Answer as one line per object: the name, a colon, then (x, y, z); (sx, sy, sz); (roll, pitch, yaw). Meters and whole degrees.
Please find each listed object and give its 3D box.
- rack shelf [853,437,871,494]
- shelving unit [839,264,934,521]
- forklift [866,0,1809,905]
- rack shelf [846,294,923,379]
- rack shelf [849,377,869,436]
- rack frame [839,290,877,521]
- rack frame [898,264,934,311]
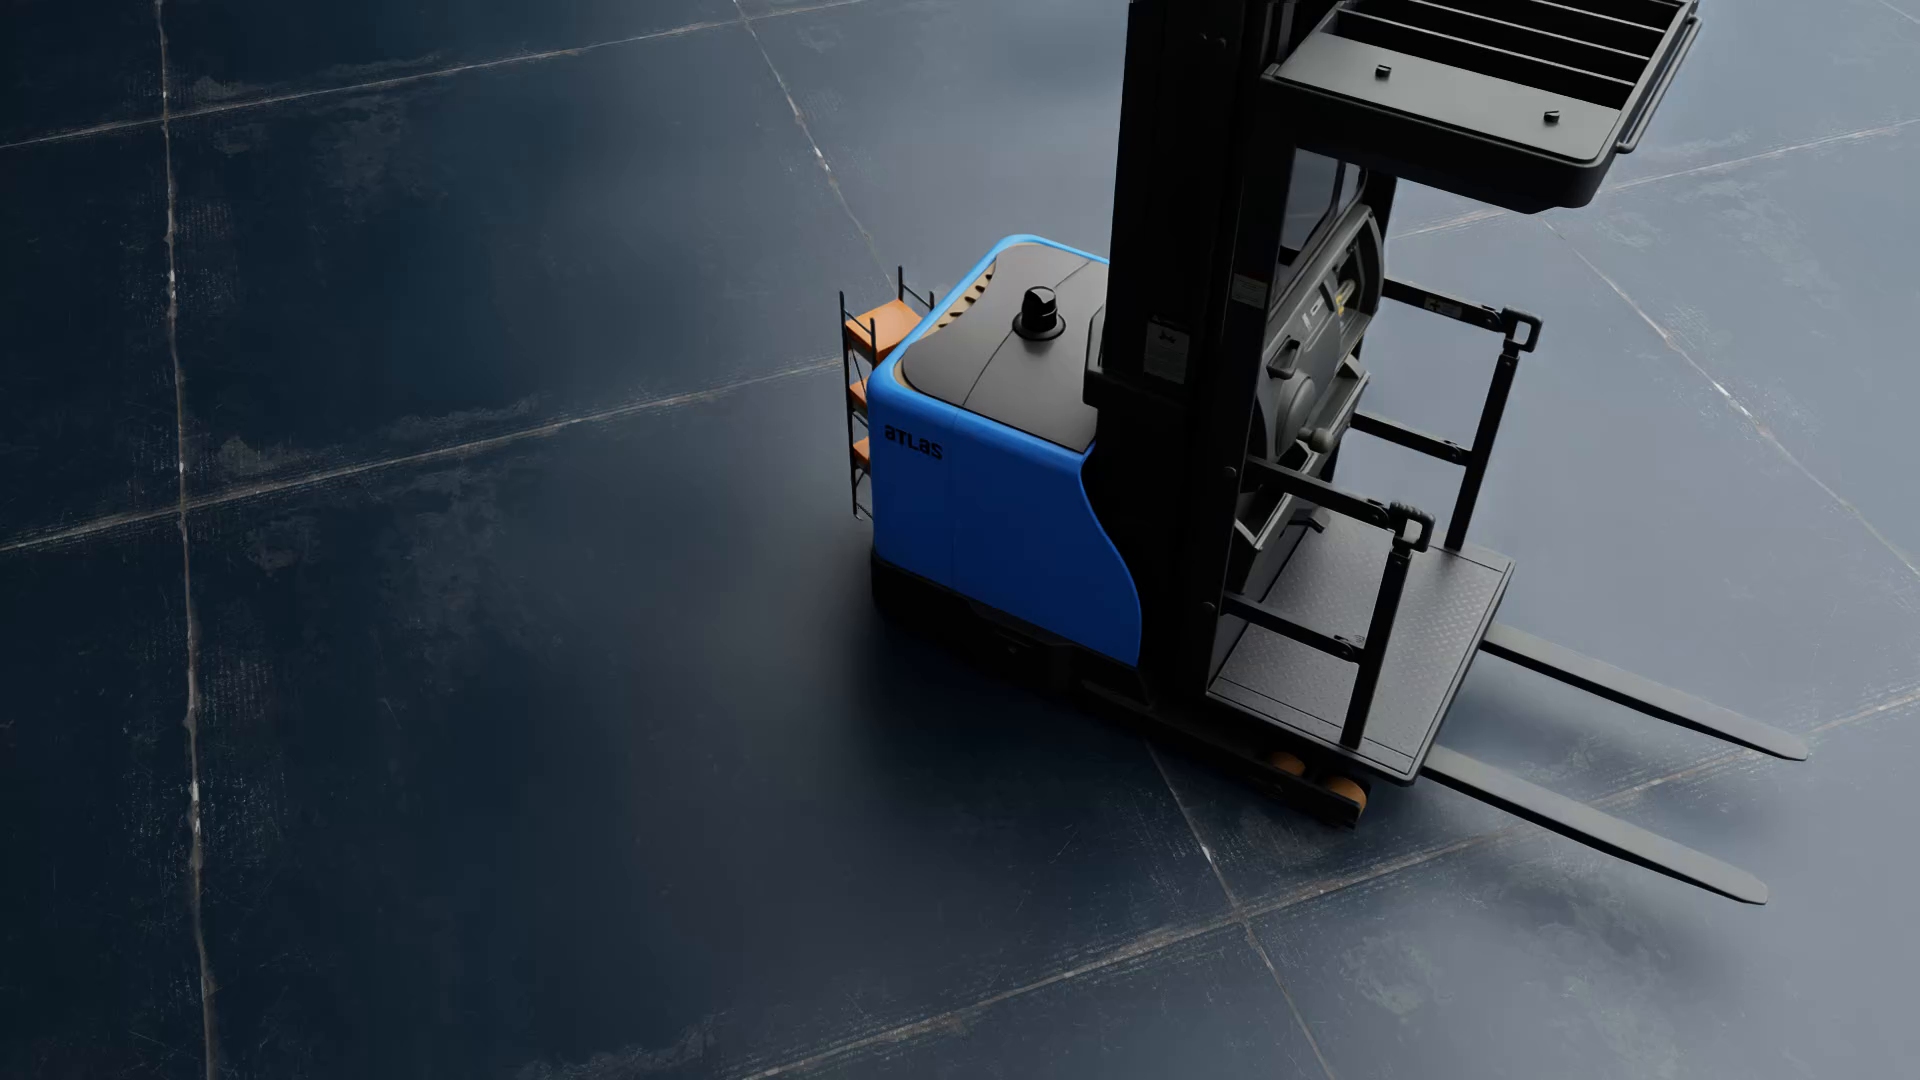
rack shelf: (-0.247, -0.262, 6.177); (0.240, 0.259, 0.215); (-28, 51, -25)
shelving unit: (-0.247, -0.466, 5.973); (0.252, 1.050, 0.215); (-28, 51, -25)
forklift: (1.220, -0.552, 4.731); (3.031, 2.935, 1.130); (22, 49, 21)
rack shelf: (-0.247, -0.659, 5.779); (0.240, 0.259, 0.215); (-28, 51, -25)
rack shelf: (-0.247, -0.458, 5.980); (0.240, 0.259, 0.215); (-28, 51, -25)
rack frame: (-0.344, -0.414, 5.921); (0.008, 1.050, 0.200); (-28, 51, -25)
rack frame: (-0.150, -0.518, 6.024); (0.008, 1.050, 0.200); (-28, 51, -25)
